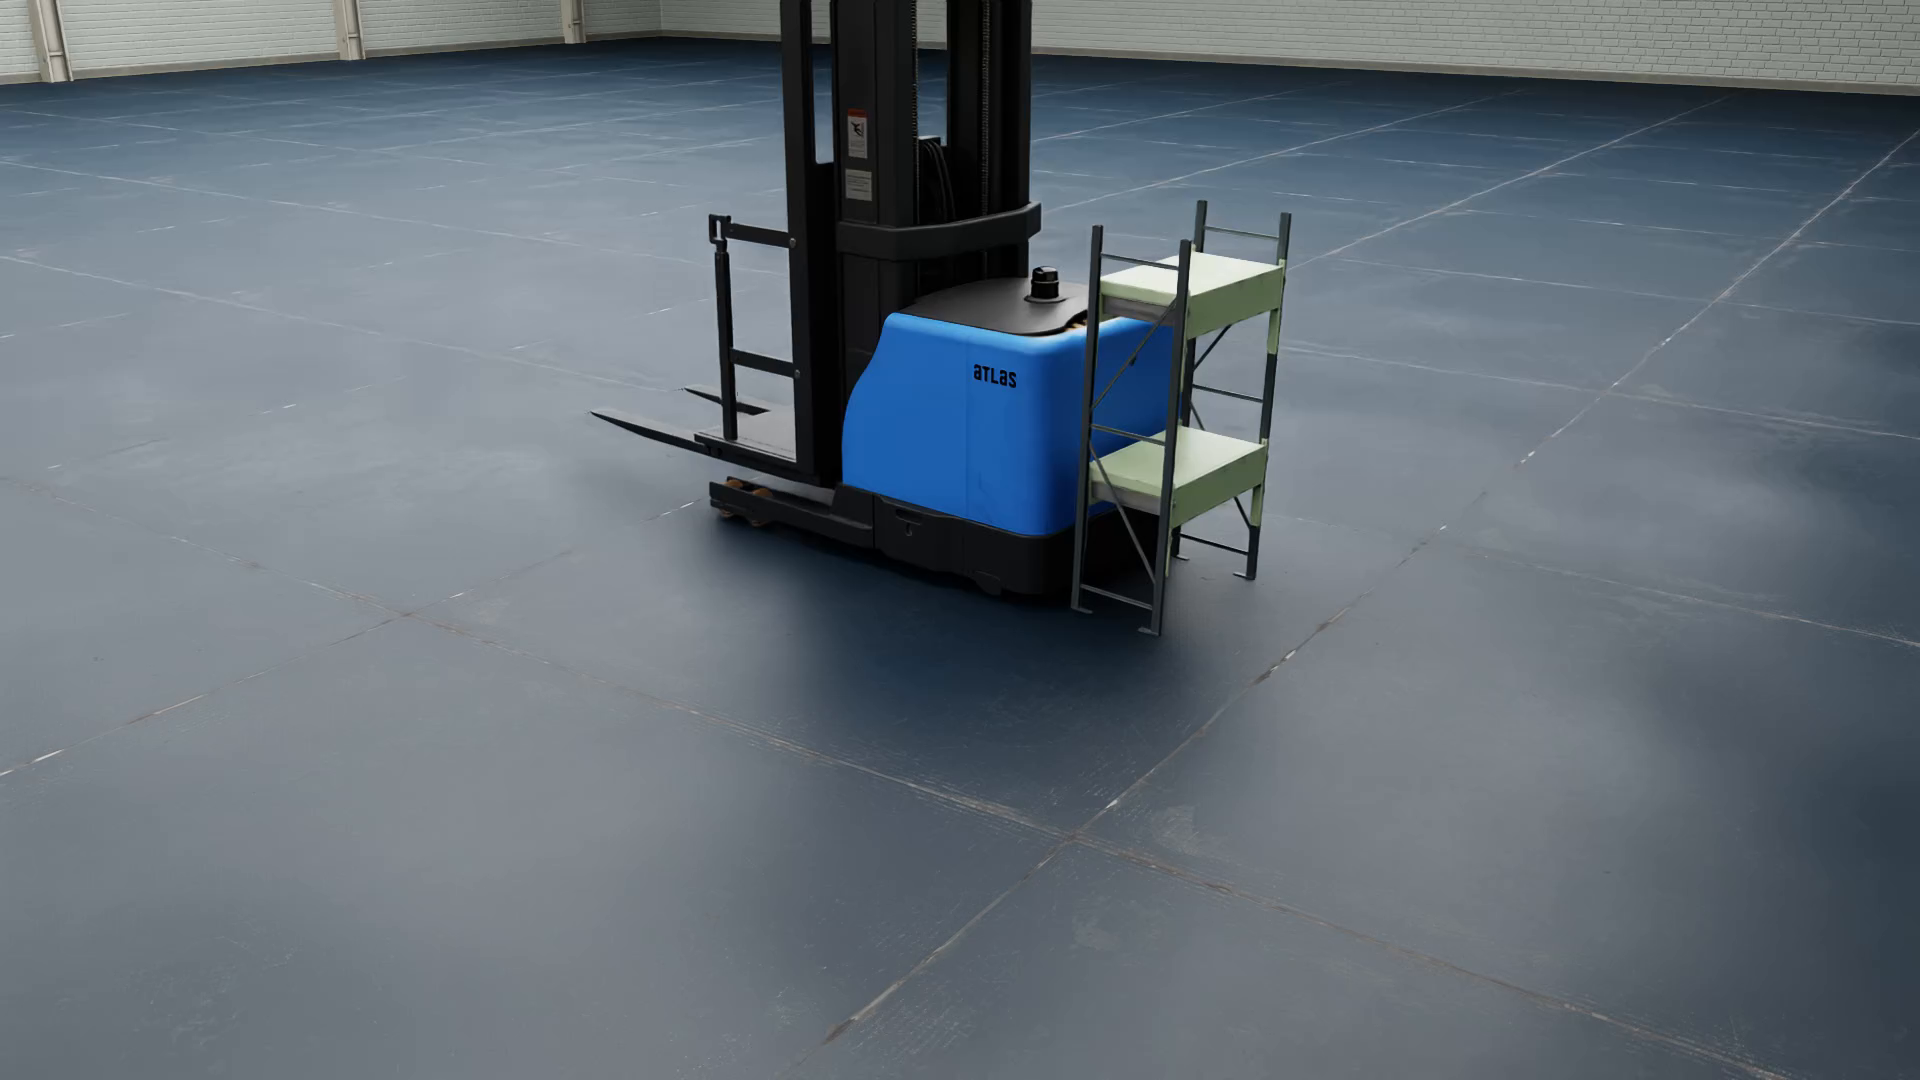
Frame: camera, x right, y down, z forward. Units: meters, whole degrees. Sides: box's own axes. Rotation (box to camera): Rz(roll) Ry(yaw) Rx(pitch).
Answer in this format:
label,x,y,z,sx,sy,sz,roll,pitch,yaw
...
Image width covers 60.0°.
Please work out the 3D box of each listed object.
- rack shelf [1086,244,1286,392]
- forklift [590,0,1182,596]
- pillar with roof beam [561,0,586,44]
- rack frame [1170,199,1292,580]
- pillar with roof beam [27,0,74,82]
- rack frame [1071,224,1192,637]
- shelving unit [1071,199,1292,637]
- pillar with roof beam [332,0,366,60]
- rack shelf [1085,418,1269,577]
label,x,y,z,sx,sy,sz,roll,pitch,yaw
rack shelf,0.854,-0.847,6.246,0.431,0.370,0.720,17,26,35
forklift,-0.502,-1.559,7.254,3.031,2.935,1.130,17,26,38
pillar with roof beam,-5.213,-14.716,34.077,9.100,9.000,0.400,13,24,32
rack frame,1.069,-0.584,6.659,0.400,1.500,0.023,17,26,35
pillar with roof beam,-11.959,-11.273,24.769,9.100,9.000,0.400,13,24,32
rack frame,0.617,-0.384,6.119,0.400,1.500,0.023,17,26,35
shelving unit,0.843,-0.484,6.389,0.431,1.500,0.755,17,26,35
pillar with roof beam,-8.586,-12.994,29.423,9.100,9.000,0.400,13,24,32
rack shelf,0.835,-0.181,6.508,0.431,0.370,0.720,17,26,35
